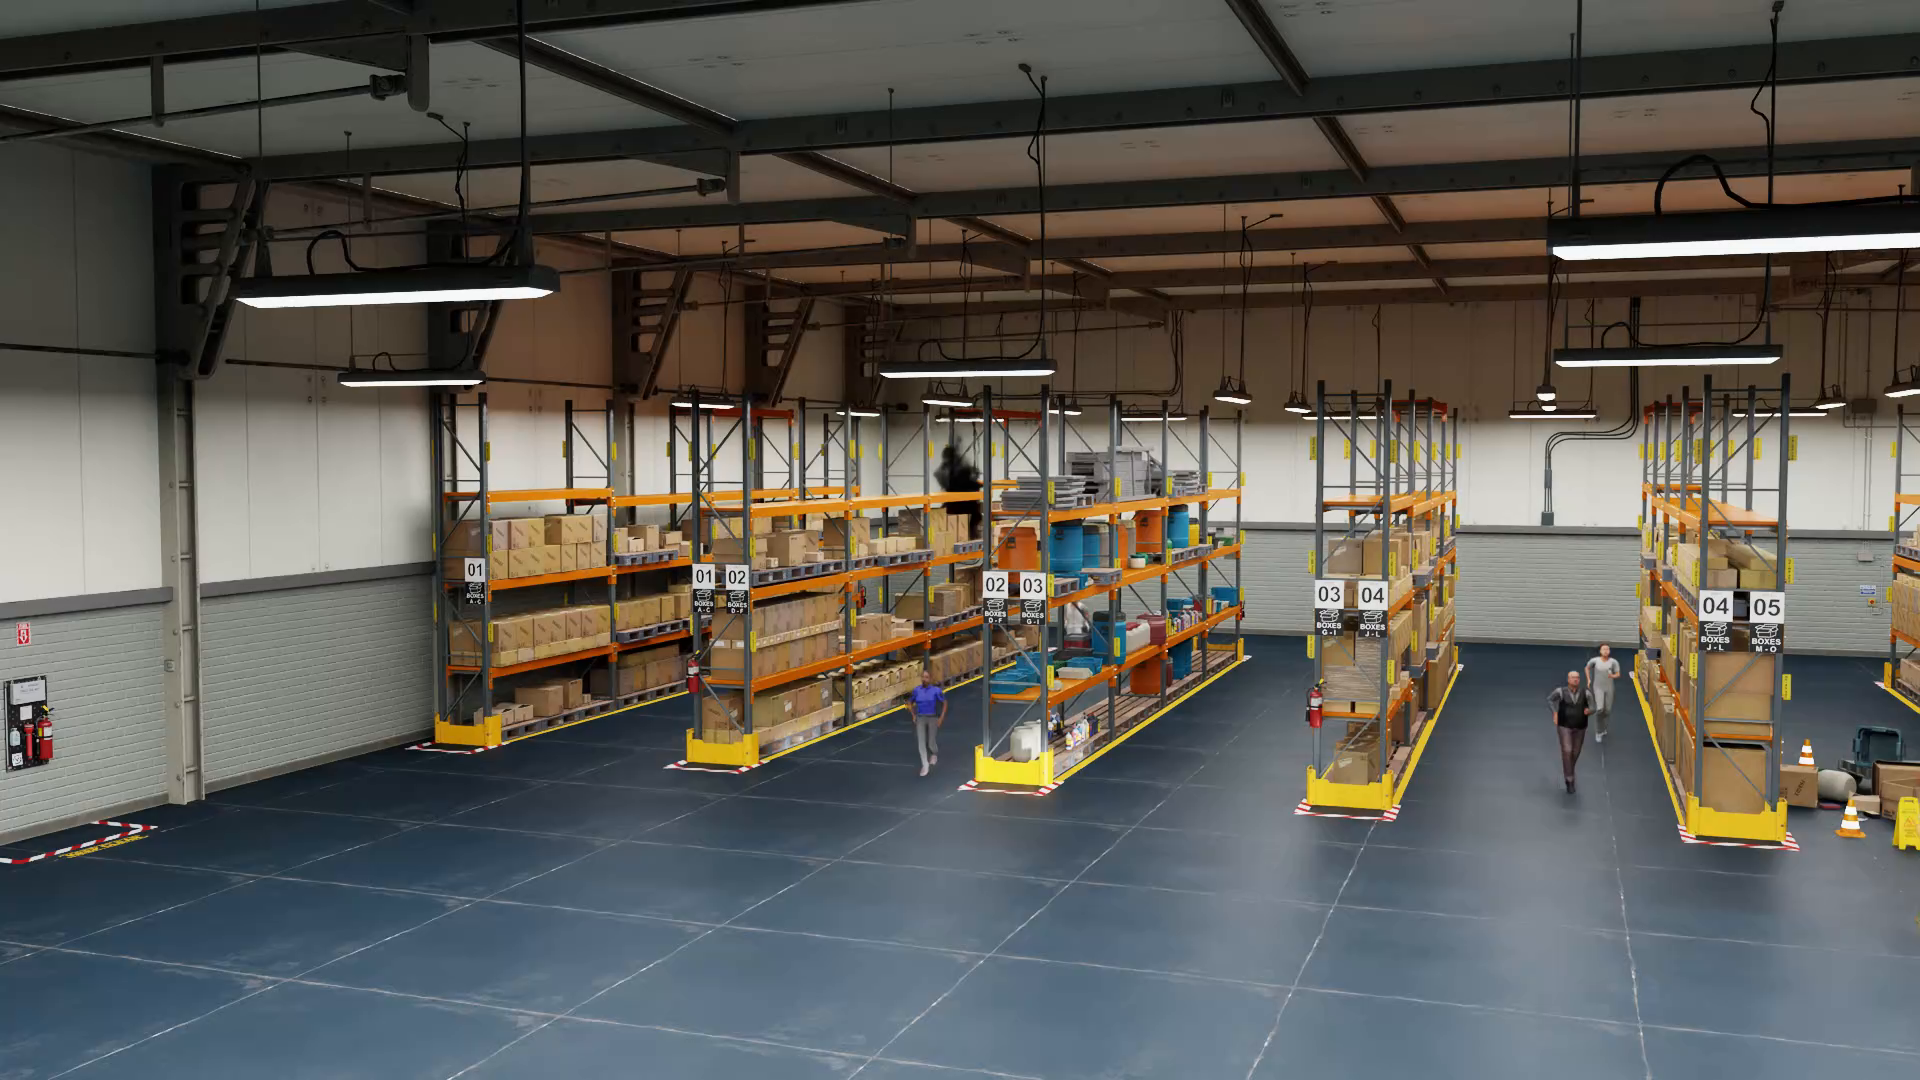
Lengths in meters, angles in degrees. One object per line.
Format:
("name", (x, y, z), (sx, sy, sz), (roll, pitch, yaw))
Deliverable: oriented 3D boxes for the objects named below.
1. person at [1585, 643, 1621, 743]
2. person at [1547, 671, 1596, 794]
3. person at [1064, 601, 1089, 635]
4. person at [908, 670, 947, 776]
("person", (11.143, 2.633, 28.811), (0.531, 1.721, 0.738), (1, 3, 11))
("person", (9.089, 2.819, 24.679), (0.652, 1.761, 0.898), (0, 3, 5))
("person", (2.666, 2.053, 38.740), (0.655, 1.737, 0.710), (1, 3, 13))
("person", (-0.509, 2.826, 25.905), (0.611, 1.620, 0.594), (0, 3, 7))
